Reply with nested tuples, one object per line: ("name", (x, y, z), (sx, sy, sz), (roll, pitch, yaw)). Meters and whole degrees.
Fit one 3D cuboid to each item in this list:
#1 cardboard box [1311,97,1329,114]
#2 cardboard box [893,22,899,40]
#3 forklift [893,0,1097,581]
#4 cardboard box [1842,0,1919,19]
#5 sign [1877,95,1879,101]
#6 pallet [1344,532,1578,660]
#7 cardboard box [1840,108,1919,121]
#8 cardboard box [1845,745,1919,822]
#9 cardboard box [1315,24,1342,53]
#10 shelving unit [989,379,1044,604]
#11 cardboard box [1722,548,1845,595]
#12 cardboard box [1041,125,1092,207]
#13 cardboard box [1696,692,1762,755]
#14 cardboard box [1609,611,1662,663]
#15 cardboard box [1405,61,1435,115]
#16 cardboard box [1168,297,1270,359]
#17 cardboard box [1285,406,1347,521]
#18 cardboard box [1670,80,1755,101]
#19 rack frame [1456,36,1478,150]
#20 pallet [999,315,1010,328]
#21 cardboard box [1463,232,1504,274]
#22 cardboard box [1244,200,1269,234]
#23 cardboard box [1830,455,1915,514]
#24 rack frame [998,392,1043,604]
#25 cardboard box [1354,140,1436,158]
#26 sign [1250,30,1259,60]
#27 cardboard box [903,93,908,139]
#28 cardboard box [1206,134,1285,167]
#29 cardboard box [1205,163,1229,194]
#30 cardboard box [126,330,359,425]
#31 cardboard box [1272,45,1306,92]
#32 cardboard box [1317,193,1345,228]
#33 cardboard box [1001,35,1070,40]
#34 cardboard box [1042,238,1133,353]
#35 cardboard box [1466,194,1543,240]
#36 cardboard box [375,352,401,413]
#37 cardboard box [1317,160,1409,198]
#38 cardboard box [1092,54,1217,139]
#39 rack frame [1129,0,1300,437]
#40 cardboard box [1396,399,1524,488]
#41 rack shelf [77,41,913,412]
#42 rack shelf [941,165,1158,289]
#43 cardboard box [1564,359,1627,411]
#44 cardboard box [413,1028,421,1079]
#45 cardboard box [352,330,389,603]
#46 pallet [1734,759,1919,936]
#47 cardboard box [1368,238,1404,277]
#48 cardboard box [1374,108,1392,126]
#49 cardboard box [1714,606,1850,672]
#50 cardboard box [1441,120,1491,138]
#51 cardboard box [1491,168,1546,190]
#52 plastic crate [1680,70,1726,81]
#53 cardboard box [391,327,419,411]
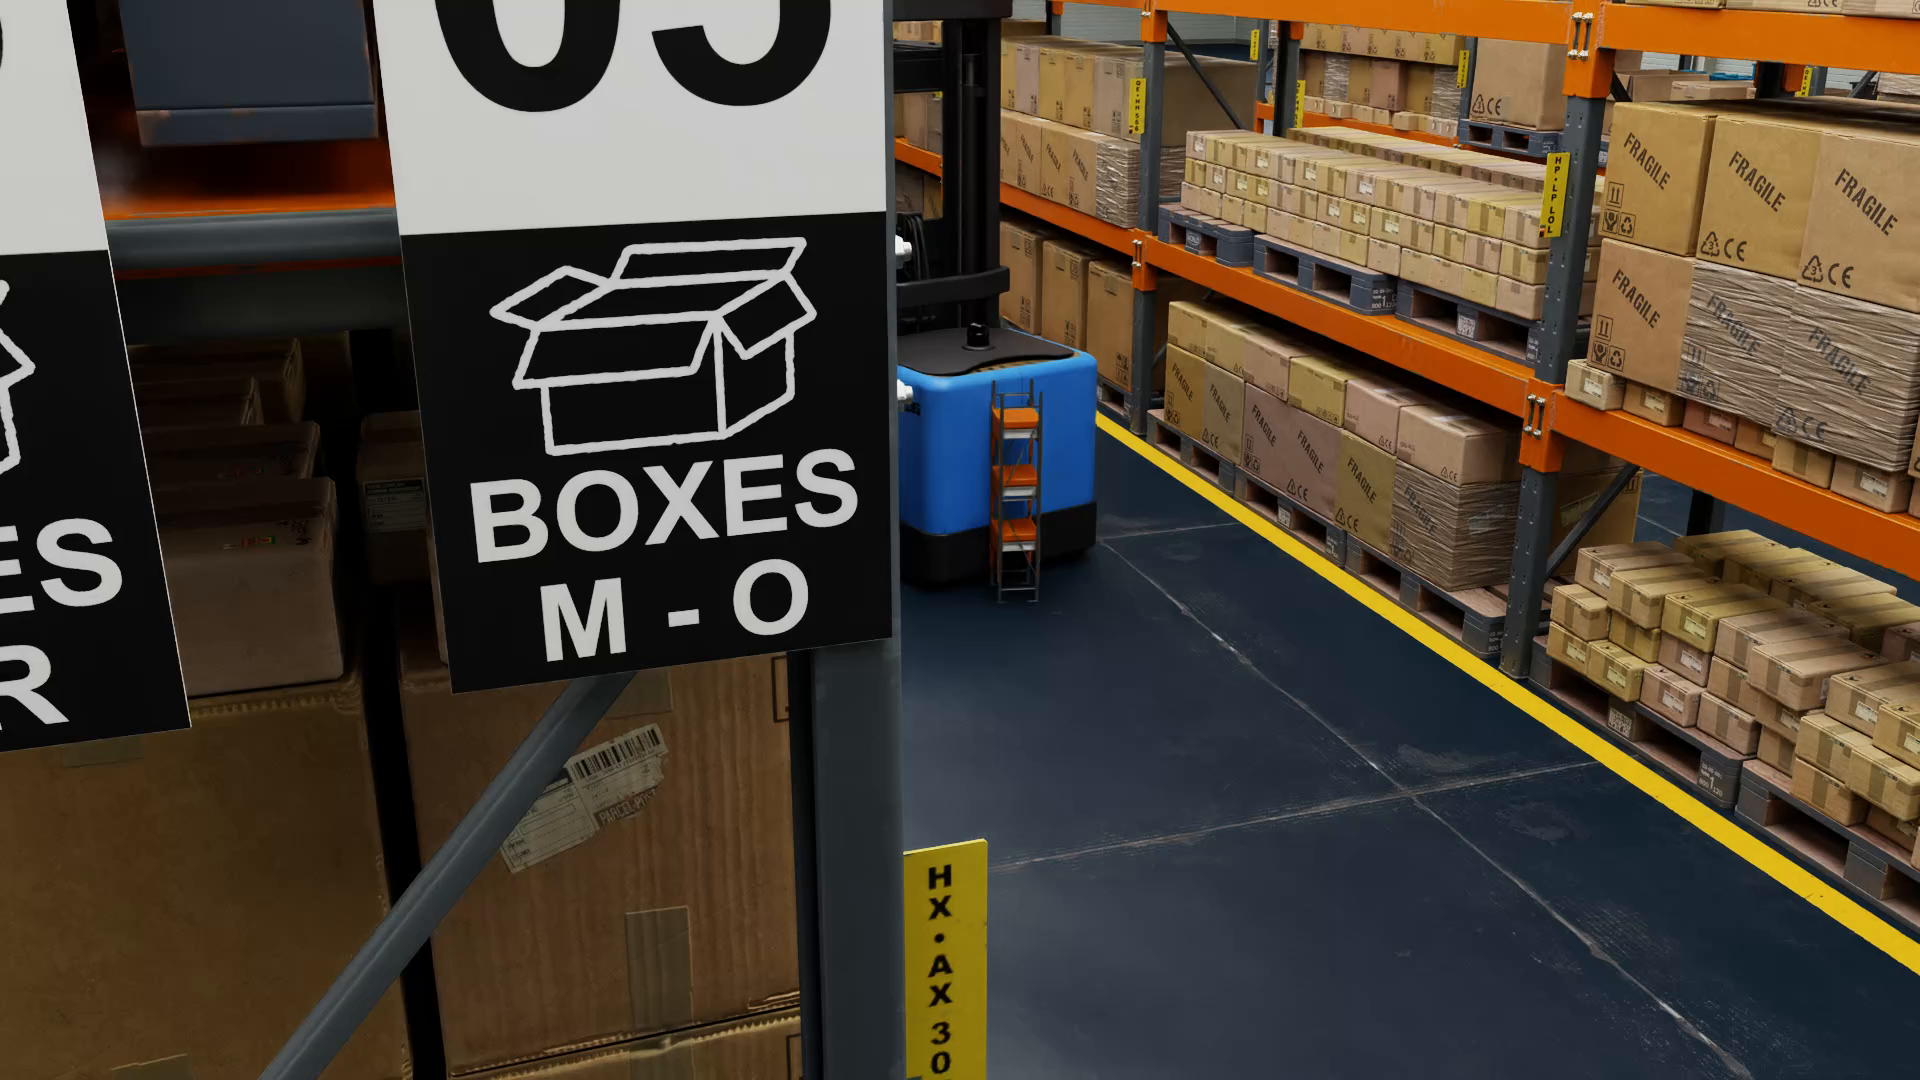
("cardboard box", (3.989, -4.657, 17.817), (0.380, 0.149, 0.250), (-6, 21, -17))
("cardboard box", (-0.232, -4.659, 15.632), (0.875, 0.550, 0.500), (-6, 21, -17))
("forklift", (-0.523, -1.620, 9.091), (1.130, 2.935, 3.031), (-13, 23, -31))
("cardboard box", (3.068, -1.706, 5.012), (0.500, 0.250, 0.500), (-5, 20, -15))
("sign", (9.264, -4.534, 16.691), (0.100, 0.325, 0.005), (-6, 21, -17))
("pallet", (2.616, 0.193, 8.068), (1.003, 0.211, 1.213), (-6, 21, -17))
("cardboard box", (3.434, -1.240, 5.865), (0.500, 0.500, 0.500), (-7, 21, -19))
("cardboard box", (3.166, 0.778, 5.471), (0.380, 0.149, 0.250), (-6, 21, -17))
("cardboard box", (4.054, -5.346, 17.296), (0.500, 0.500, 0.500), (-6, 21, -17))
("shelving unit", (0.268, -0.231, 8.005), (0.215, 1.050, 0.252), (-2, 20, -7))
("cardboard box", (3.339, 0.158, 6.754), (0.380, 0.149, 0.250), (-6, 21, -17))
("cardboard box", (0.896, -2.637, 11.674), (0.500, 0.500, 0.500), (-7, 21, -18))
("cardboard box", (3.010, 0.661, 6.236), (0.380, 0.149, 0.250), (-7, 21, -18))
("cardboard box", (2.837, 0.356, 6.644), (0.380, 0.149, 0.250), (-6, 21, -17))
("cardboard box", (4.881, -4.434, 16.236), (0.875, 0.500, 0.500), (-6, 21, -17))
("cardboard box", (1.592, -1.281, 10.012), (0.500, 0.250, 0.500), (-7, 21, -20))
("cardboard box", (2.072, -0.432, 8.758), (0.500, 0.500, 0.500), (-7, 21, -18))
("cardboard box", (5.867, -3.231, 12.704), (0.700, 0.500, 0.500), (-3, 20, -9))
("rack frame", (5.088, -3.932, 15.426), (1.000, 3.000, 0.127), (-6, 21, -17))
("pallet", (0.662, -1.885, 13.853), (1.003, 0.211, 1.213), (-6, 21, -17))
("cardboard box", (2.465, -1.281, 7.355), (0.380, 0.149, 0.250), (-6, 21, -17))
("cardboard box", (1.809, -1.809, 9.266), (0.380, 0.149, 0.250), (-5, 20, -15))
("cardboard box", (3.100, -0.209, 5.432), (0.380, 0.149, 0.250), (-5, 20, -15))
("rack frame", (0.284, -0.190, 7.891), (0.200, 1.050, 0.008), (-2, 20, -7))
("cardboard box", (2.441, -2.154, 9.347), (0.380, 0.149, 0.250), (-6, 21, -16))
("sign", (3.316, -5.565, 18.693), (0.100, 0.325, 0.005), (-6, 21, -17))
("cardboard box", (-0.032, -3.985, 15.352), (0.875, 0.550, 0.550), (-6, 21, -17))
("cardboard box", (1.653, -2.258, 9.637), (0.380, 0.149, 0.250), (-7, 21, -19))
("cardboard box", (1.653, -2.110, 9.663), (0.380, 0.149, 0.250), (-5, 20, -15))
("cardboard box", (-1.170, -0.274, 2.656), (0.380, 0.149, 0.250), (-7, 21, -18))
("cardboard box", (3.977, -5.223, 18.433), (0.875, 0.500, 0.500), (-6, 21, -17))
("cardboard box", (2.061, -1.697, 8.515), (0.380, 0.149, 0.250), (-6, 21, -15))
("cardboard box", (0.509, -3.796, 13.421), (0.700, 0.500, 0.500), (-7, 21, -18))
("cardboard box", (1.221, -1.778, 12.135), (1.050, 0.750, 0.750), (-6, 21, -16))
("cardboard box", (2.465, -1.424, 7.313), (0.380, 0.149, 0.250), (-7, 21, -19))
("cardboard box", (-0.767, -0.059, 3.018), (0.500, 0.500, 0.500), (-7, 21, -18))
("cardboard box", (2.055, -1.842, 8.478), (0.380, 0.149, 0.250), (-7, 21, -18))
("cardboard box", (1.313, -2.979, 11.145), (0.700, 0.500, 0.500), (-7, 21, -18))
("rack frame", (1.605, -2.154, 10.475), (1.000, 3.000, 0.127), (-6, 21, -17))
("cardboard box", (2.388, -0.456, 7.717), (0.500, 0.250, 0.500), (-7, 21, -19))
("rack shelf", (-1.177, -0.743, 3.175), (1.077, 0.370, 4.000), (-6, 21, -17))
("rack shelf", (0.976, -2.457, 12.384), (1.077, 0.370, 4.000), (-6, 21, -17))
("cardboard box", (2.640, -0.626, 6.594), (0.380, 0.149, 0.250), (-6, 21, -15))
("cardboard box", (-0.951, 0.798, 2.109), (0.500, 0.500, 0.500), (-6, 21, -17))
("cardboard box", (-1.427, -0.160, 3.299), (0.500, 0.500, 0.500), (-7, 21, -18))
("pallet", (3.494, 1.046, 5.691), (1.003, 0.211, 1.213), (-6, 21, -17))
("cardboard box", (2.219, -1.389, 8.095), (0.380, 0.149, 0.250), (-7, 21, -20))
("cardboard box", (4.395, -4.258, 16.705), (0.380, 0.149, 0.250), (-6, 21, -17))
("cardboard box", (3.034, 0.378, 6.142), (0.380, 0.149, 0.250), (-7, 21, -19))
("cardboard box", (4.741, -3.851, 15.574), (0.380, 0.149, 0.250), (-6, 21, -17))
("cardboard box", (2.846, -1.739, 8.190), (0.380, 0.149, 0.250), (-7, 21, -18))
("plastic crate", (8.974, -5.543, 20.131), (0.499, 0.251, 0.616), (-6, 21, -17))
("cardboard box", (-0.752, -0.328, 2.805), (0.380, 0.149, 0.250), (-6, 21, -17))
